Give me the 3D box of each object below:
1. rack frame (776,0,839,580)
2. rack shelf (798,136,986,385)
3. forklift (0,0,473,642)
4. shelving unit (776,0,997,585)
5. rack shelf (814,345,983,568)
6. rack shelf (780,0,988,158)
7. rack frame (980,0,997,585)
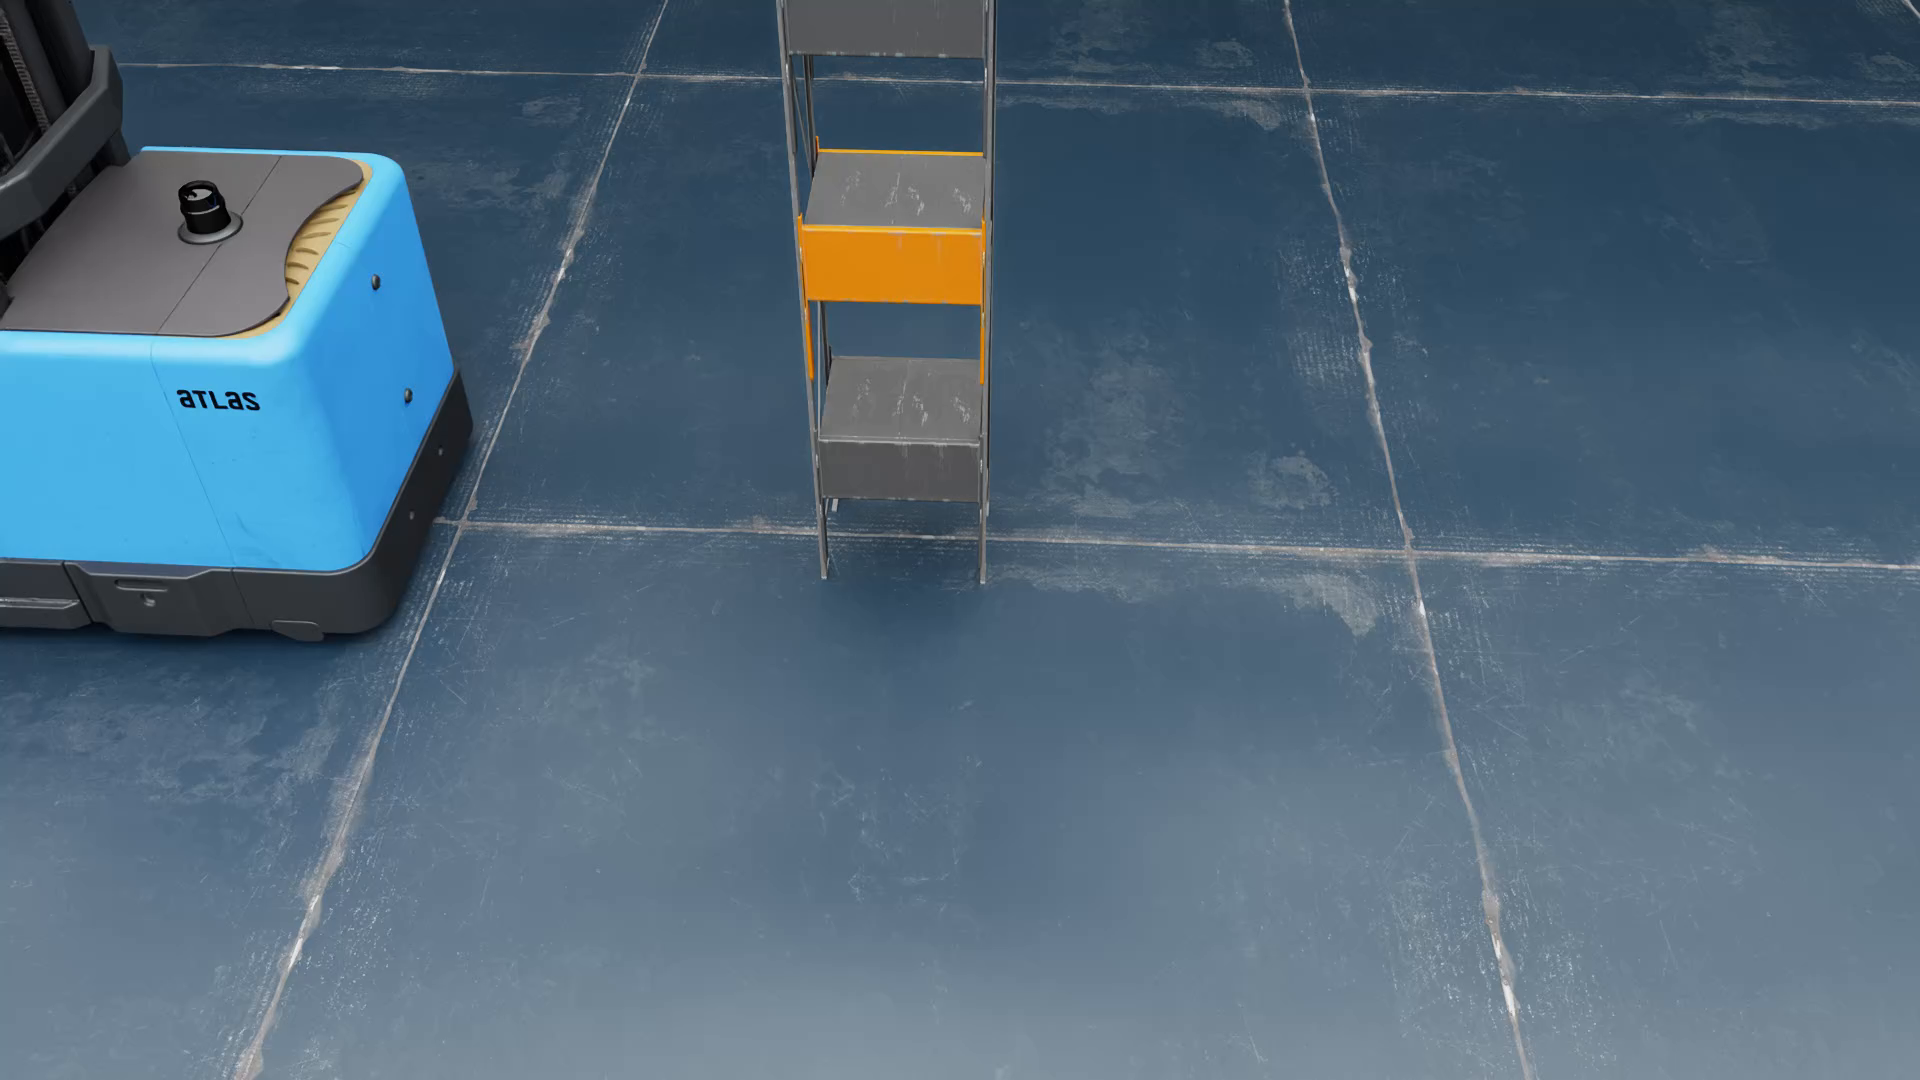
[{"bbox_3d":[-0.409,-0.781,4.548,0.015,2.100,0.400,2,43,2],"label":"rack frame"},{"bbox_3d":[-0.165,-0.763,4.549,0.480,0.518,0.431,2,43,2],"label":"rack shelf"},{"bbox_3d":[-3.161,-1.162,4.347,3.031,2.935,1.130,2,43,3],"label":"forklift"},{"bbox_3d":[-0.165,-0.773,4.540,0.503,2.100,0.431,2,43,2],"label":"shelving unit"},{"bbox_3d":[-0.165,-0.251,5.026,0.480,0.518,0.431,2,43,2],"label":"rack shelf"},{"bbox_3d":[-0.165,-1.276,4.072,0.480,0.518,0.431,2,43,2],"label":"rack shelf"},{"bbox_3d":[0.078,-0.766,4.532,0.015,2.100,0.400,2,43,2],"label":"rack frame"}]
